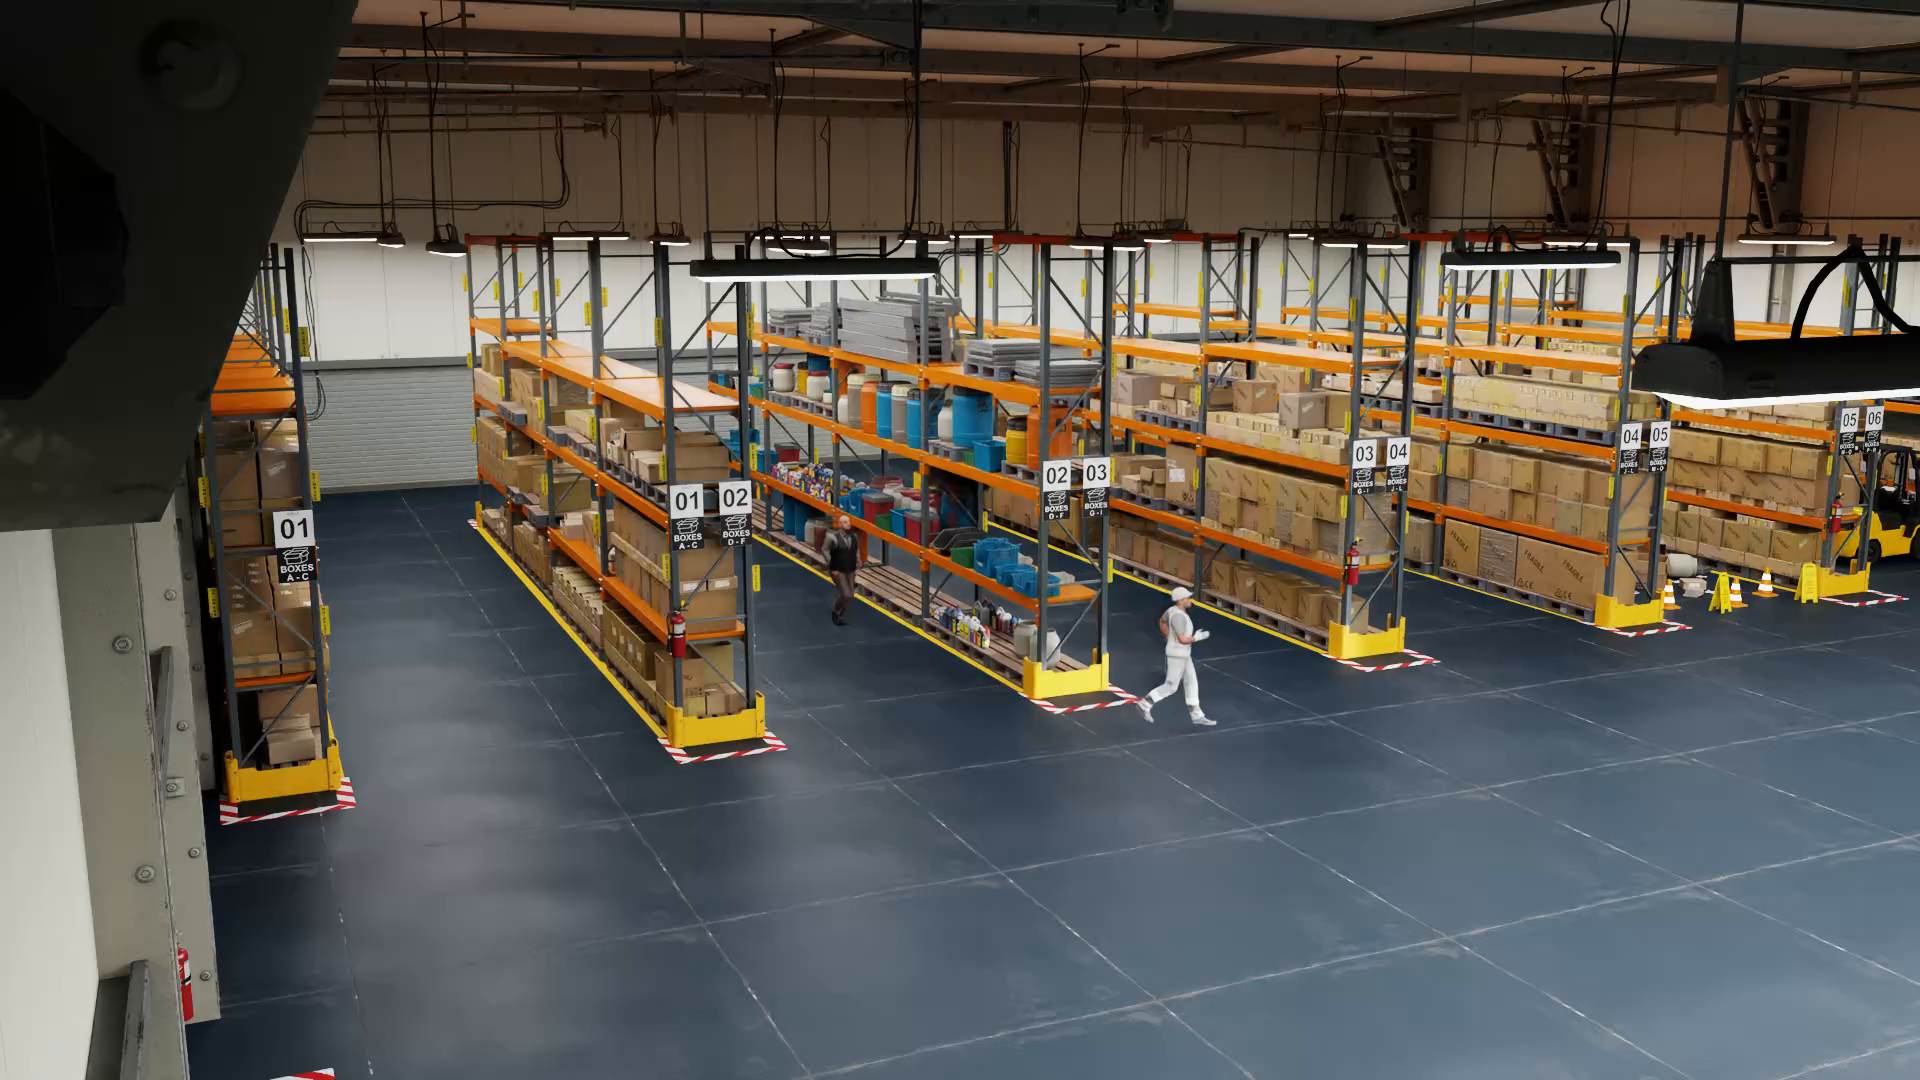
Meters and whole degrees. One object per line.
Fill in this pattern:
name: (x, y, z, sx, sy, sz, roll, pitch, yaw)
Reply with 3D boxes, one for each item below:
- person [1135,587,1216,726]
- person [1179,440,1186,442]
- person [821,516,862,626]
person: (2.714, 1.449, 20.765, 1.017, 1.764, 0.665, 2, 11, 11)
person: (4.757, -1.318, 35.238, 0.670, 1.827, 0.732, -5, 12, -26)
person: (-1.707, 0.560, 24.800, 0.607, 1.500, 0.587, -9, 14, -38)
